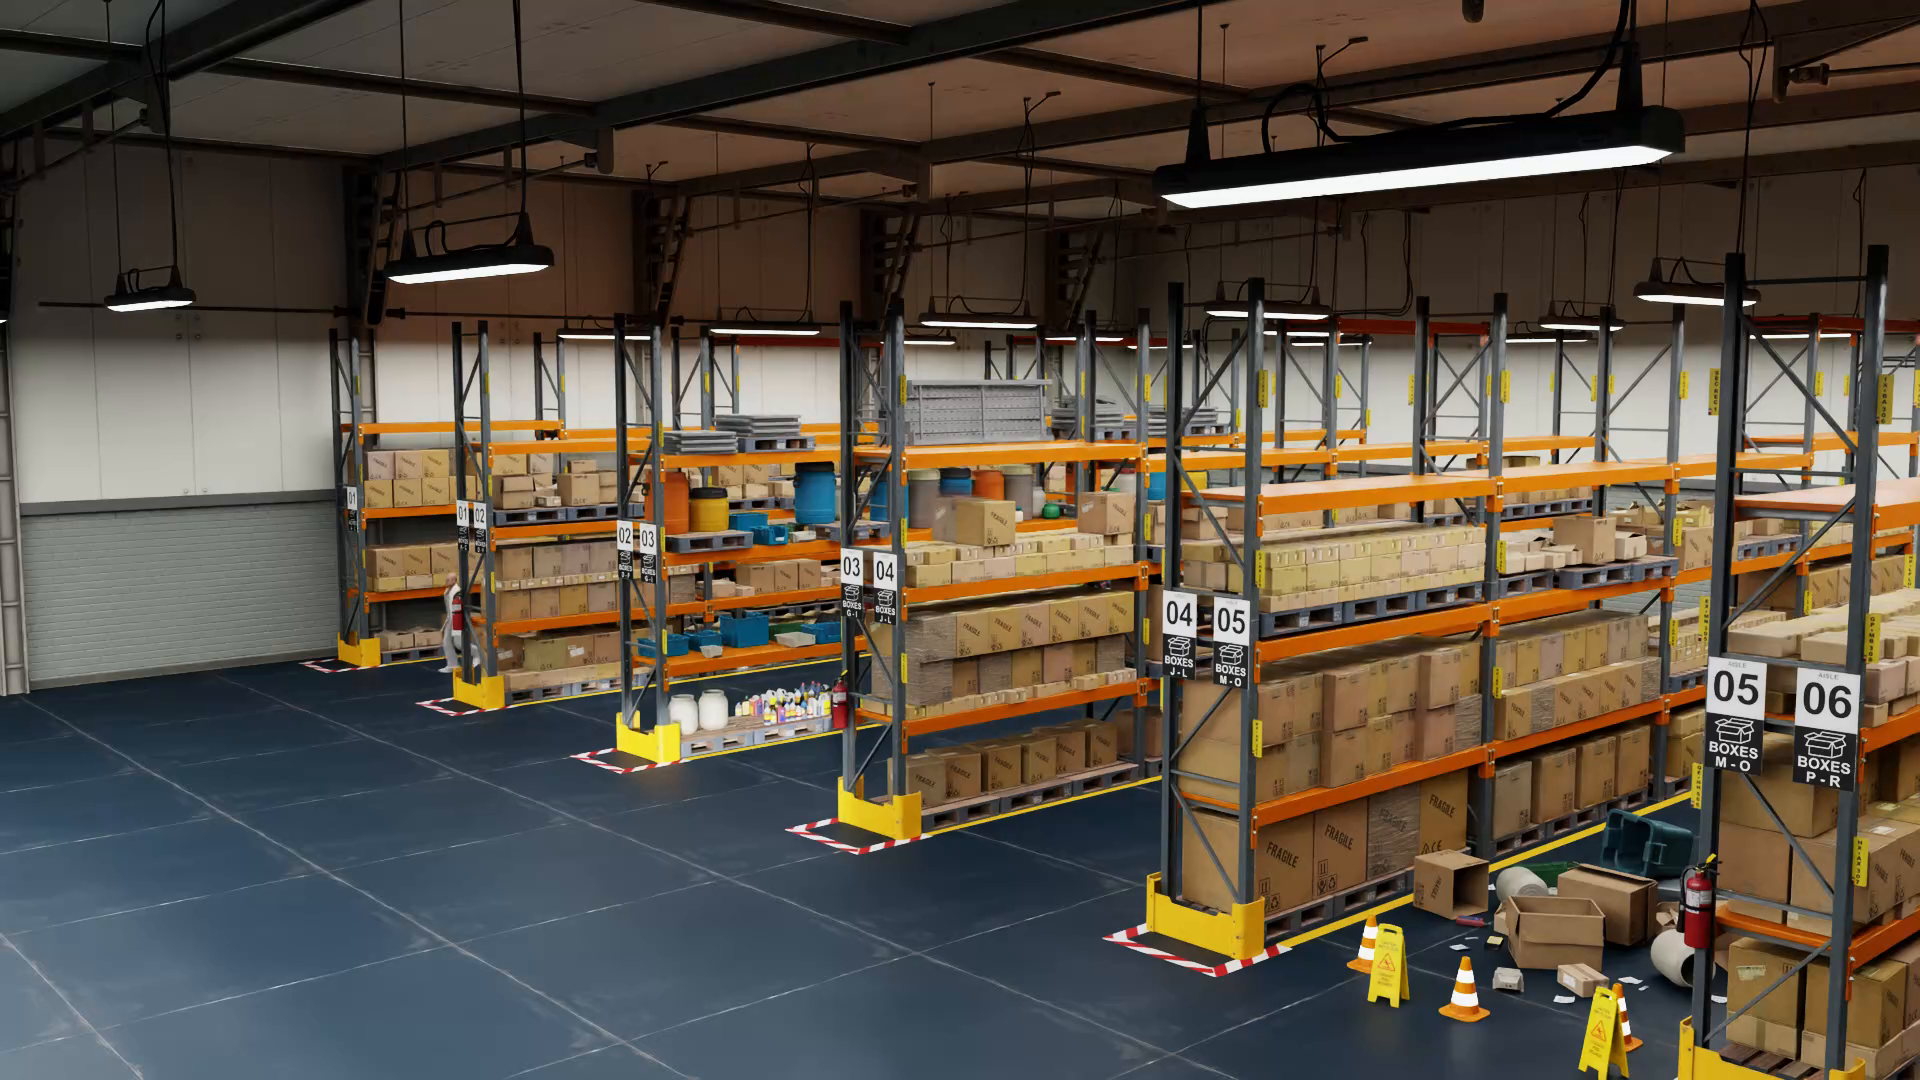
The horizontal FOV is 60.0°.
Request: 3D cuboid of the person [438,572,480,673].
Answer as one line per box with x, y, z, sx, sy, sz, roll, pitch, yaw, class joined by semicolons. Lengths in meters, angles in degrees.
-8.750;1.426;29.101;0.667;1.763;0.752;5;7;40;person
